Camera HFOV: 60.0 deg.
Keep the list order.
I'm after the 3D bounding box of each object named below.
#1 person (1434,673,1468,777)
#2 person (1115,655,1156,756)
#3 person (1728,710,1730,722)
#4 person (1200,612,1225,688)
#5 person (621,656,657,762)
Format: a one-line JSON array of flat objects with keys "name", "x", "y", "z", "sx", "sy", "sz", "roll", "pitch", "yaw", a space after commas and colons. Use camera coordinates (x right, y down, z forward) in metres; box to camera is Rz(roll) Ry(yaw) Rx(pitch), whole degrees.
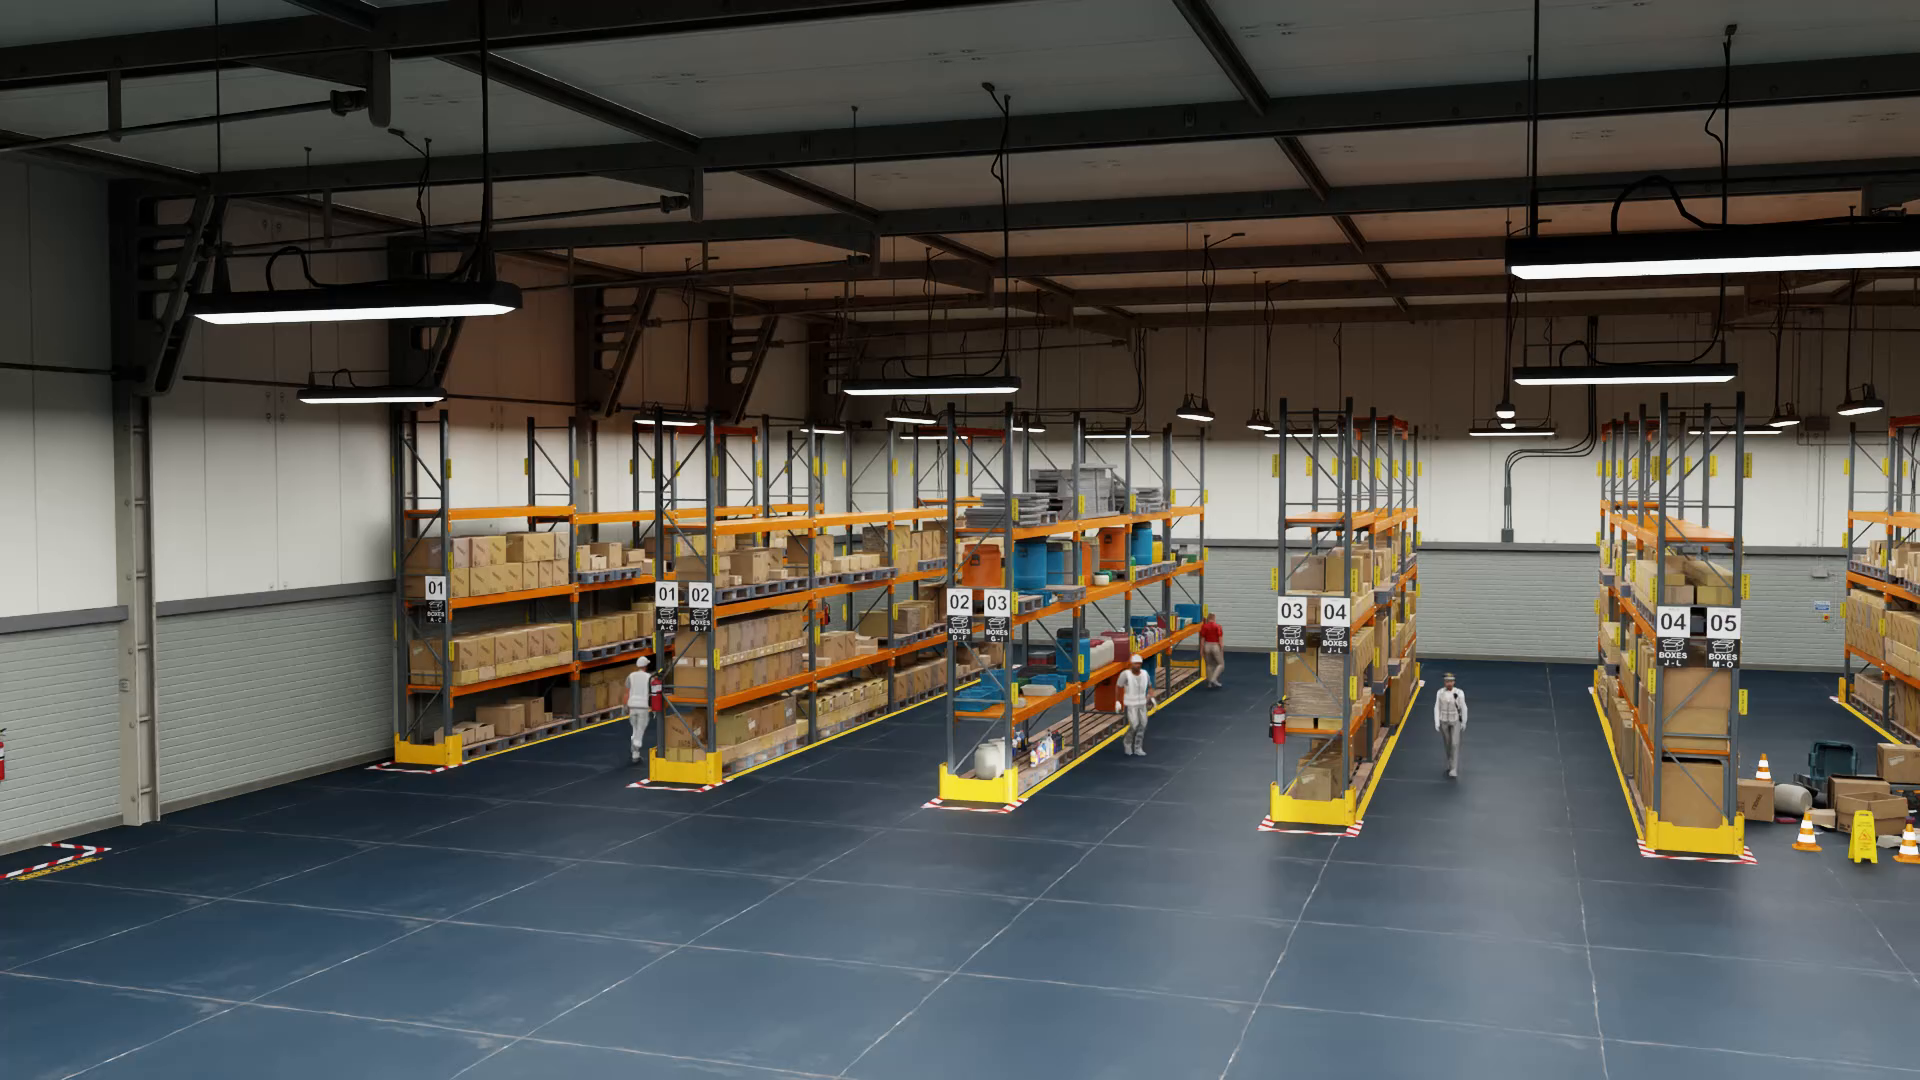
[{"name": "person", "x": 8.012, "y": 2.992, "z": 27.249, "sx": 0.497, "sy": 1.631, "sz": 0.879, "roll": 2, "pitch": 3, "yaw": 32}, {"name": "person", "x": 3.062, "y": 2.880, "z": 28.923, "sx": 0.705, "sy": 1.775, "sz": 0.532, "roll": -1, "pitch": 3, "yaw": -27}, {"name": "person", "x": 14.964, "y": 2.723, "z": 32.651, "sx": 0.566, "sy": 1.772, "sz": 0.533, "roll": 1, "pitch": 3, "yaw": 17}, {"name": "person", "x": 5.751, "y": 2.518, "z": 37.949, "sx": 0.589, "sy": 1.724, "sz": 0.555, "roll": 1, "pitch": 3, "yaw": 29}, {"name": "person", "x": -5.481, "y": 2.900, "z": 28.427, "sx": 0.583, "sy": 1.807, "sz": 0.542, "roll": 1, "pitch": 3, "yaw": 12}]
